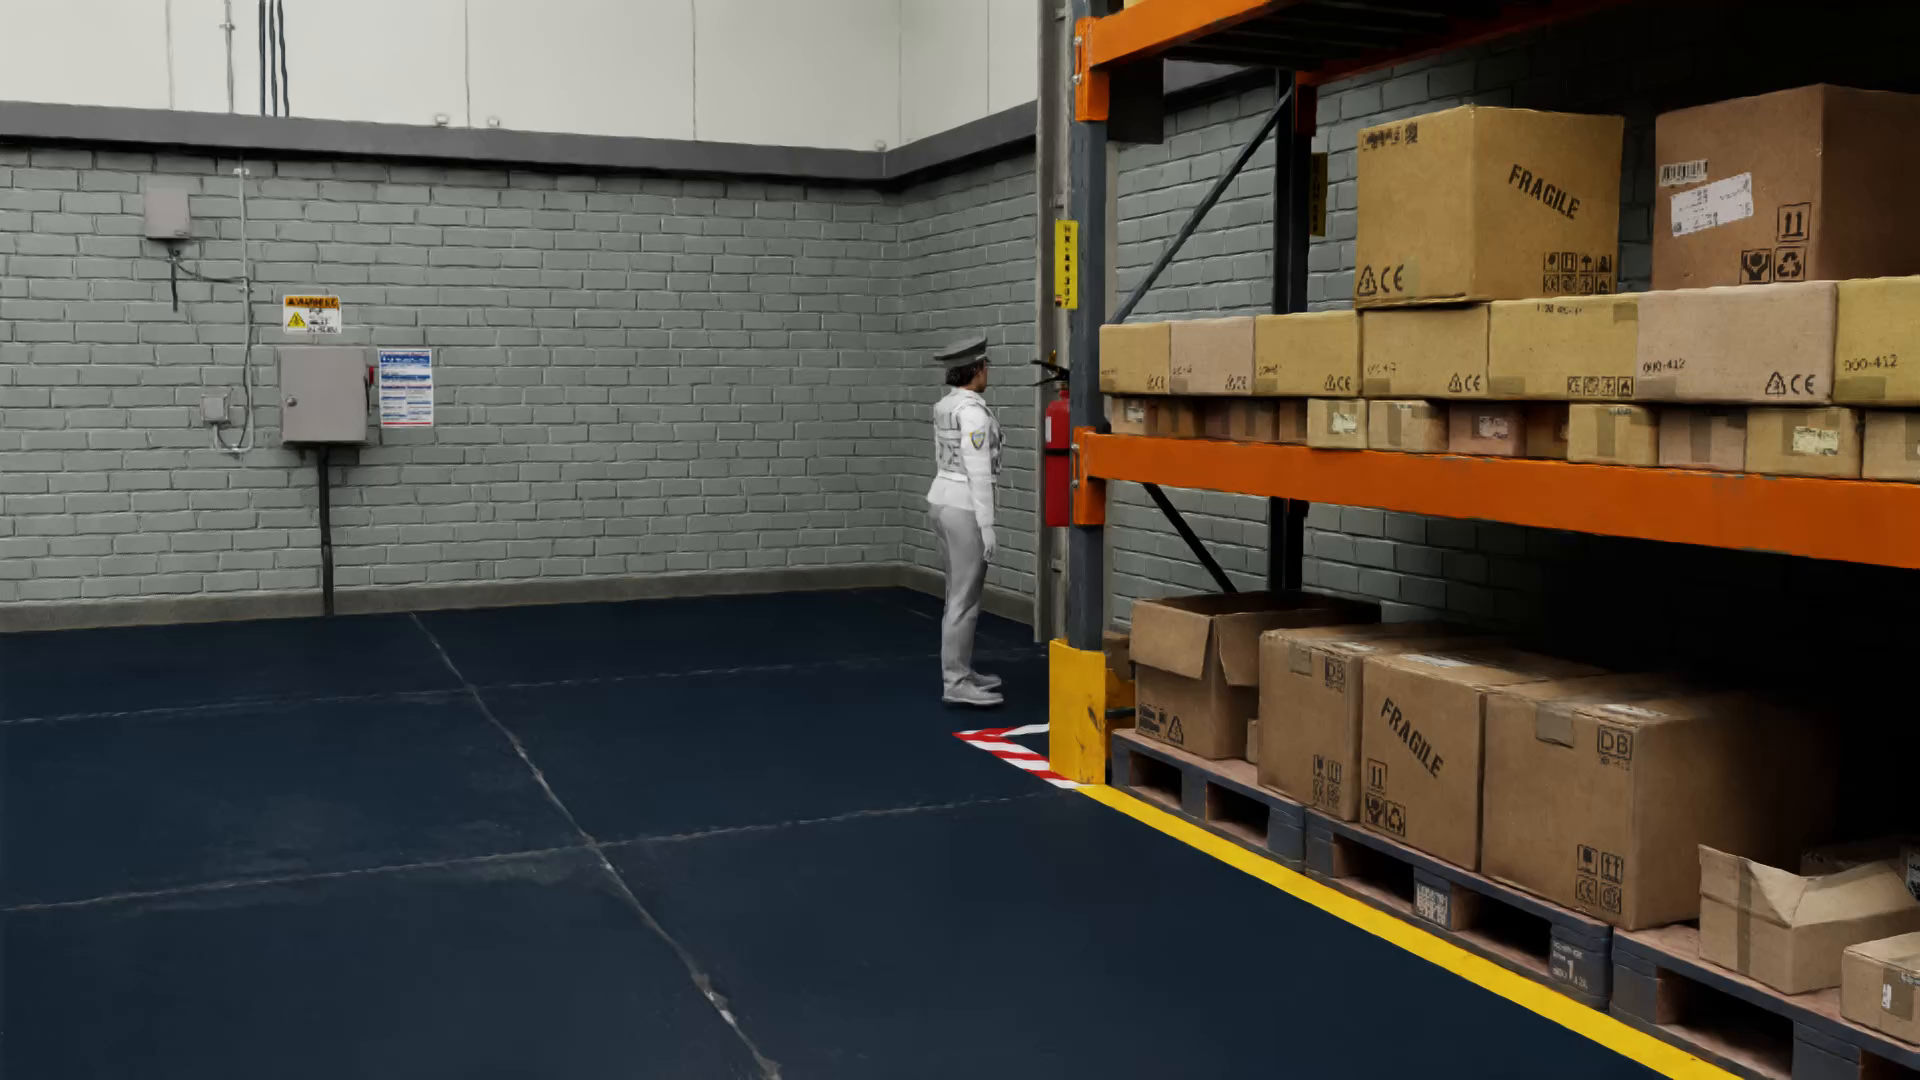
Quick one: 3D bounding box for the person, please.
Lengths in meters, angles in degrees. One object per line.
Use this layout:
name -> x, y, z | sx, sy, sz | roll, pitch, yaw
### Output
person -> 0.065, -0.096, 7.683 | 0.403, 1.690, 0.560 | -2, 6, -20
